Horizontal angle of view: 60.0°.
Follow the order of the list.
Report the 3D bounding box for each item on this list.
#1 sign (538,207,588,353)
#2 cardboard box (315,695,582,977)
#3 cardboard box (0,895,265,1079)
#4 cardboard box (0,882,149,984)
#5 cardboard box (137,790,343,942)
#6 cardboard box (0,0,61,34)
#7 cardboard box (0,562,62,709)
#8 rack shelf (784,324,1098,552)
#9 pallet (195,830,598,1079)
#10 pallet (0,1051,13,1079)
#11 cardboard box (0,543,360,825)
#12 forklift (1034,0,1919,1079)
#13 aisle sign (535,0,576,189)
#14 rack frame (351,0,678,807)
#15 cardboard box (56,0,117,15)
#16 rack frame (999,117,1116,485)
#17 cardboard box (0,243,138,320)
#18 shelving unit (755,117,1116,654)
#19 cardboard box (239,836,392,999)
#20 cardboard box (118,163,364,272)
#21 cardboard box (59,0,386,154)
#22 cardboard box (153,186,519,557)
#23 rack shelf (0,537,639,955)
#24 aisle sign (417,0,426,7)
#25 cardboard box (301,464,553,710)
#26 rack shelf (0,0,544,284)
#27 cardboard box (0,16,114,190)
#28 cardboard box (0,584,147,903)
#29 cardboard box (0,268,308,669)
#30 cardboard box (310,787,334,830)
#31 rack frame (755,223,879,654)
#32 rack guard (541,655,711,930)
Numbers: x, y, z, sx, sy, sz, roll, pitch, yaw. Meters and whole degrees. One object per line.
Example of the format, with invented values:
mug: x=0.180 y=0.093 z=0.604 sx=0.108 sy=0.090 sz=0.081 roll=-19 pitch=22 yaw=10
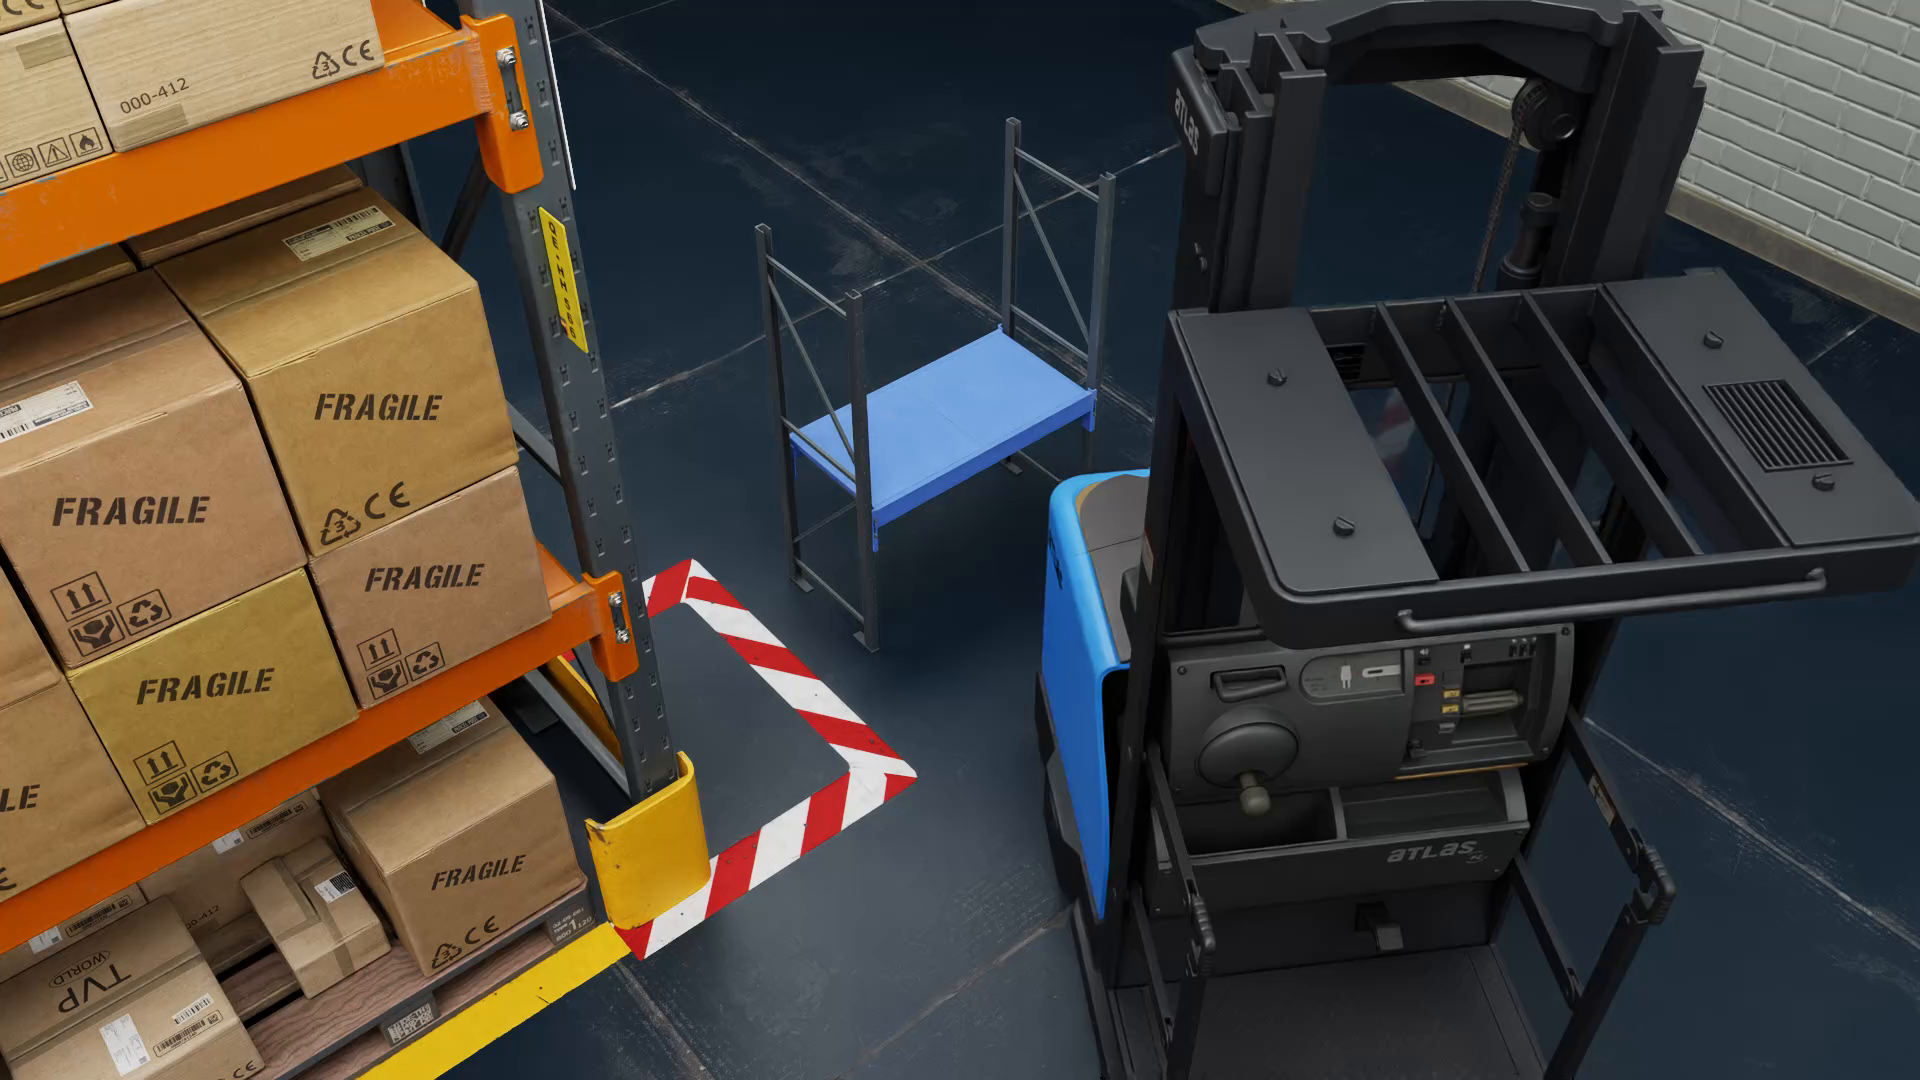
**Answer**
sign: x=-0.851 y=-0.555 z=3.573 sx=0.005 sy=0.325 sz=0.100 roll=-30 pitch=51 yaw=-28
cardboard box: x=-1.451 y=0.801 z=4.710 sx=0.500 sy=0.500 sz=0.500 roll=-30 pitch=51 yaw=-28
cardboard box: x=-2.199 y=1.294 z=4.368 sx=0.500 sy=0.250 sz=0.500 roll=-30 pitch=51 yaw=-28
cardboard box: x=-2.558 y=1.053 z=4.625 sx=0.500 sy=0.250 sz=0.500 roll=-30 pitch=51 yaw=-28
cardboard box: x=-2.174 y=0.834 z=4.858 sx=0.500 sy=0.250 sz=0.500 roll=-30 pitch=51 yaw=-28
cardboard box: x=-1.806 y=-0.959 z=2.634 sx=0.500 sy=0.250 sz=0.500 roll=-30 pitch=51 yaw=-28
cardboard box: x=-2.138 y=0.074 z=3.177 sx=0.500 sy=0.500 sz=0.500 roll=-28 pitch=50 yaw=-27
rack shelf: x=-0.065 y=-0.378 z=5.820 sx=1.000 sy=0.185 sz=0.538 roll=-30 pitch=51 yaw=-28
pallet: x=-1.861 y=1.083 z=4.943 sx=1.213 sy=0.211 sz=1.003 roll=-30 pitch=51 yaw=-28
pallet: x=-2.796 y=1.616 z=4.376 sx=1.213 sy=0.211 sz=1.003 roll=-30 pitch=51 yaw=-28
cardboard box: x=-1.756 y=0.215 z=3.757 sx=0.500 sy=0.500 sz=0.500 roll=-29 pitch=51 yaw=-28
forklift: x=0.957 y=0.483 z=3.595 sx=1.130 sy=2.935 sz=3.031 roll=-5 pitch=43 yaw=-6
aisle sign: x=-0.943 y=-1.135 z=3.368 sx=0.004 sy=0.787 sz=0.394 roll=-30 pitch=51 yaw=-28
rack frame: x=-1.192 y=-0.318 z=4.397 sx=0.127 sy=3.000 sz=1.000 roll=-30 pitch=51 yaw=-28
cardboard box: x=-1.422 y=-1.179 z=2.868 sx=0.500 sy=0.250 sz=0.500 roll=-30 pitch=51 yaw=-28
rack frame: x=0.325 y=-0.733 z=5.934 sx=0.032 sy=1.500 sz=0.500 roll=-30 pitch=51 yaw=-28
cardboard box: x=-2.097 y=-0.429 z=3.712 sx=0.500 sy=0.500 sz=0.500 roll=-29 pitch=51 yaw=-27
shelving unit: x=-0.065 y=-0.509 z=5.697 sx=1.048 sy=1.500 sz=0.538 roll=-30 pitch=51 yaw=-28
cardboard box: x=-1.819 y=1.053 z=4.686 sx=0.250 sy=0.166 sz=0.380 roll=-30 pitch=51 yaw=-28
cardboard box: x=-1.701 y=-0.662 z=3.961 sx=0.500 sy=0.500 sz=0.500 roll=-28 pitch=50 yaw=-27
cardboard box: x=-1.417 y=-0.992 z=3.034 sx=0.500 sy=0.250 sz=0.500 roll=-30 pitch=51 yaw=-28
cardboard box: x=-1.357 y=-0.379 z=3.659 sx=0.500 sy=0.500 sz=0.500 roll=-30 pitch=51 yaw=-28
rack shelf: x=-2.726 y=0.823 z=3.708 sx=4.000 sy=0.370 sz=1.077 roll=-30 pitch=51 yaw=-28
aisle sign: x=-1.328 y=-1.450 z=3.703 sx=0.004 sy=0.787 sz=0.394 roll=-30 pitch=51 yaw=-28
cardboard box: x=-1.361 y=-0.015 z=4.001 sx=0.500 sy=0.500 sz=0.500 roll=-28 pitch=50 yaw=-27
rack shelf: x=-2.726 y=-0.271 z=2.681 sx=4.000 sy=0.370 sz=1.077 roll=-30 pitch=51 yaw=-28
cardboard box: x=-1.807 y=-0.779 z=2.806 sx=0.500 sy=0.250 sz=0.500 roll=-30 pitch=51 yaw=-28
cardboard box: x=-2.143 y=0.431 z=3.527 sx=0.500 sy=0.500 sz=0.500 roll=-29 pitch=51 yaw=-28
cardboard box: x=-1.744 y=-0.156 z=3.422 sx=0.500 sy=0.500 sz=0.500 roll=-28 pitch=50 yaw=-27
cardboard box: x=-1.925 y=0.668 z=5.096 sx=0.250 sy=0.166 sz=0.380 roll=-30 pitch=51 yaw=-28
rack frame: x=-0.455 y=-0.286 z=5.459 sx=0.032 sy=1.500 sz=0.500 roll=-30 pitch=51 yaw=-28
rack guard: x=-1.250 y=0.627 z=5.217 sx=0.348 sy=0.500 sz=1.175 roll=-30 pitch=51 yaw=-28
